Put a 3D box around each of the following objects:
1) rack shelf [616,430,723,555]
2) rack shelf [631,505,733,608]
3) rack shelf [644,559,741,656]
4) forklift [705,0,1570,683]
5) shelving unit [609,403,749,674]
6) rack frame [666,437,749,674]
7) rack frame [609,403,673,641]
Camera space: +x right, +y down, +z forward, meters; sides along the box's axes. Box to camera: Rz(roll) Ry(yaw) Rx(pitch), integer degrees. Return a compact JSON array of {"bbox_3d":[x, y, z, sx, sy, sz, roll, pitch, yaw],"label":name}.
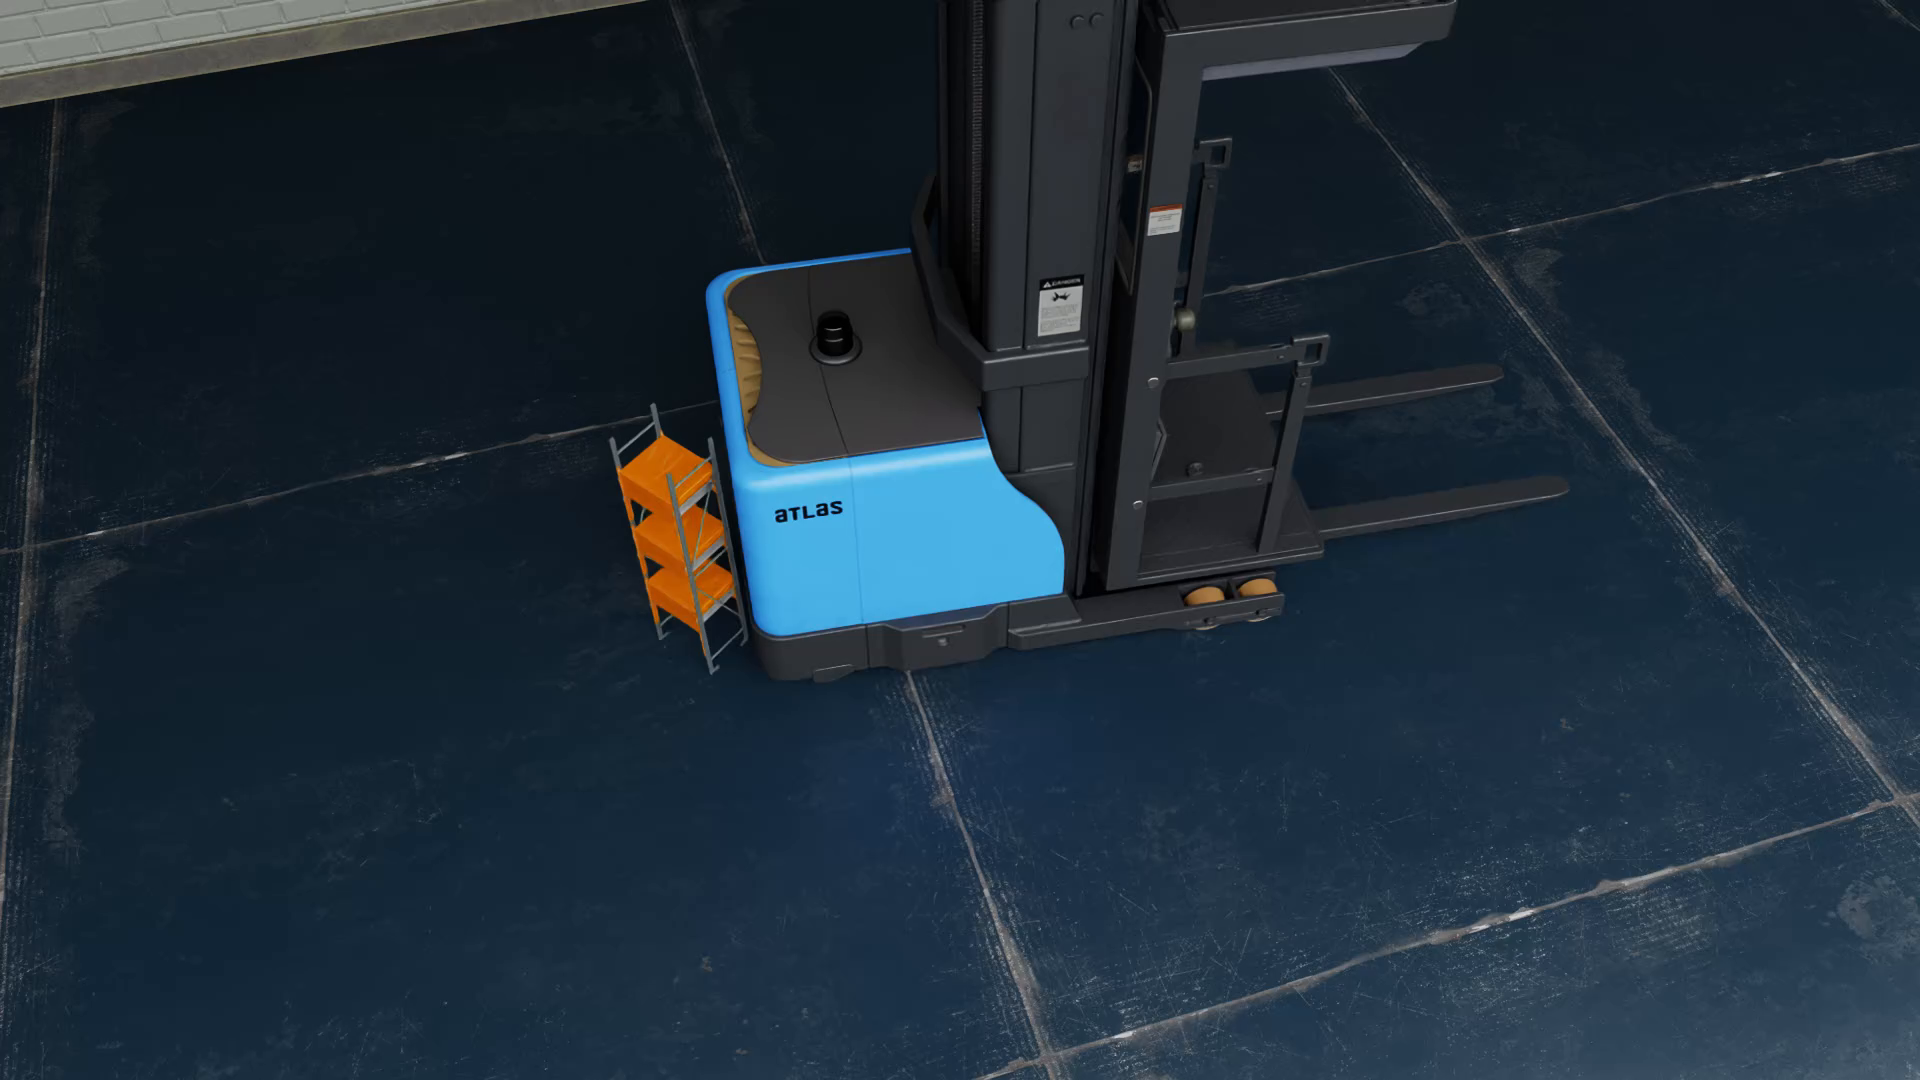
[{"bbox_3d":[-0.923,-0.153,5.333,0.240,0.259,0.215,30,57,23],"label":"rack shelf"},{"bbox_3d":[-0.920,0.027,5.552,0.240,0.259,0.215,30,57,23],"label":"rack shelf"},{"bbox_3d":[-0.918,0.204,5.766,0.240,0.259,0.215,30,57,23],"label":"rack shelf"},{"bbox_3d":[0.697,-1.013,5.187,3.031,2.935,1.130,-9,50,-7],"label":"forklift"},{"bbox_3d":[-0.921,0.021,5.544,0.252,1.050,0.215,30,57,23],"label":"shelving unit"},{"bbox_3d":[-0.823,0.077,5.496,0.008,1.050,0.200,30,57,23],"label":"rack frame"},{"bbox_3d":[-1.018,-0.036,5.591,0.008,1.050,0.200,30,57,23],"label":"rack frame"}]
